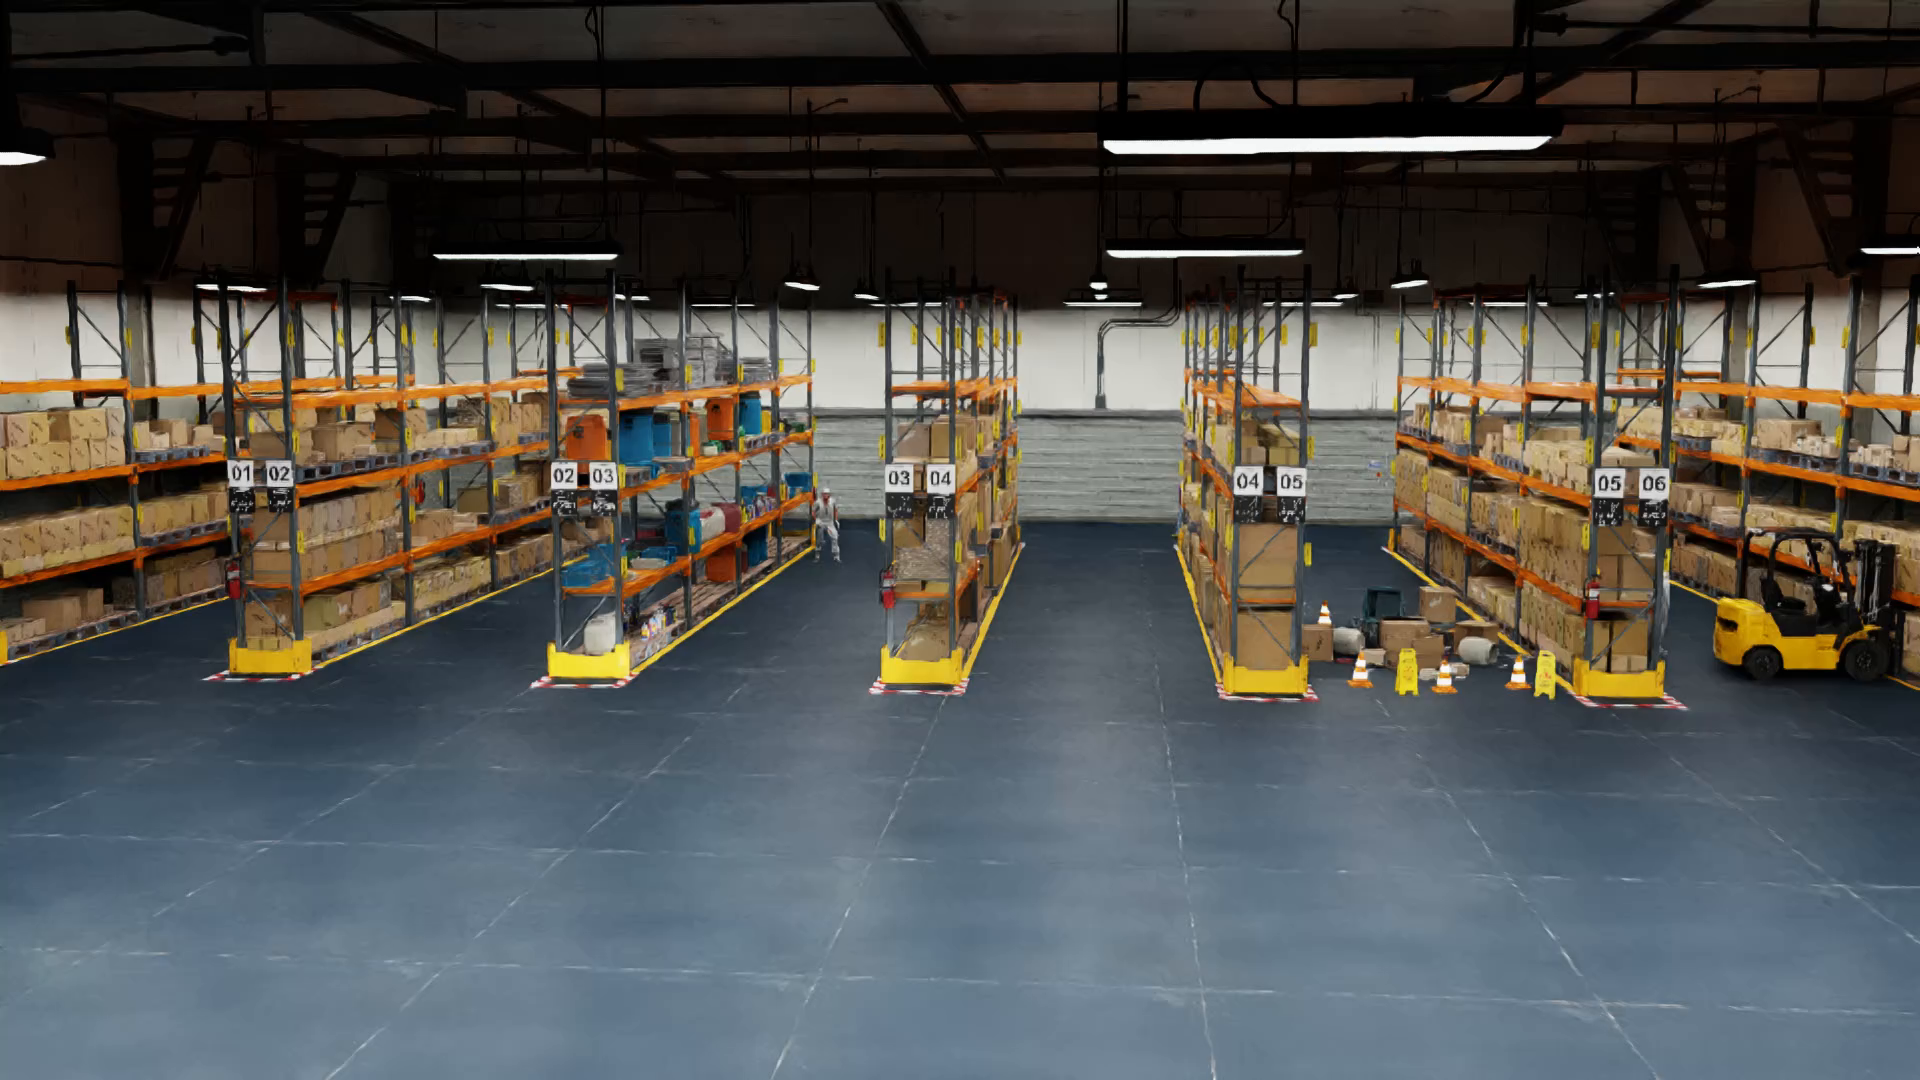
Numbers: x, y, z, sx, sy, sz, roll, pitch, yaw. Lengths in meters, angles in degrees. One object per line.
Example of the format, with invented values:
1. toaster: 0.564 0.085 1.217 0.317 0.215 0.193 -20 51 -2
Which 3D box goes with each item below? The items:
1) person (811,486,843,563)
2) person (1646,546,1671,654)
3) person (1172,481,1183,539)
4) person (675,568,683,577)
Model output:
1. person: -2.989 -0.349 36.984 0.685 1.717 0.837 -1 7 -12
2. person: 11.165 0.965 26.649 0.359 1.715 0.530 -3 8 -24
3. person: 5.699 -0.894 41.577 0.622 1.721 0.959 4 8 29
4. person: -5.958 0.006 35.026 0.447 1.473 1.088 1 7 8
